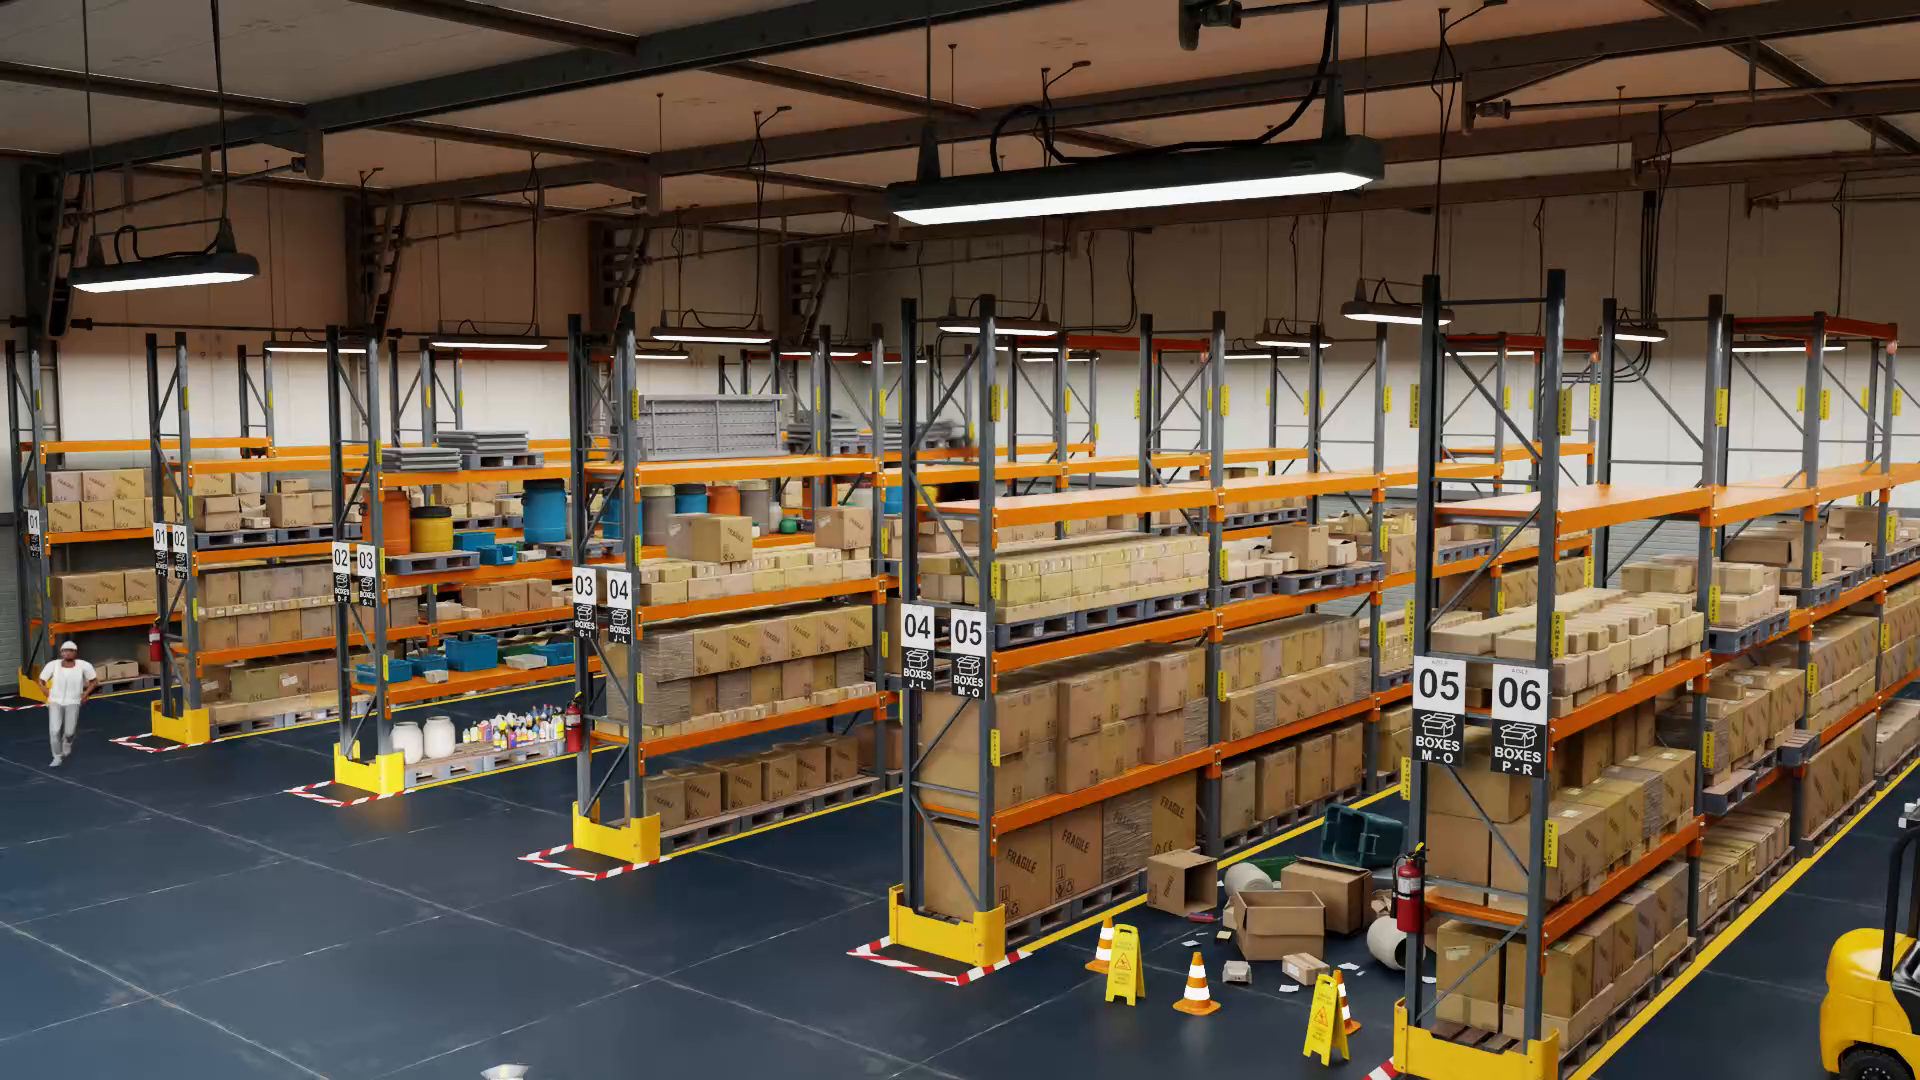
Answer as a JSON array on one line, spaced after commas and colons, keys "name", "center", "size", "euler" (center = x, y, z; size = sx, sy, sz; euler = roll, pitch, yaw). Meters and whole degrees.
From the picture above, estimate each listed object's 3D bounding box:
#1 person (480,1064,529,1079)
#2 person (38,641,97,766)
[{"name": "person", "center": [-2.329, 3.549, 8.694], "size": [0.588, 1.686, 0.636], "euler": [-1, 5, -10]}, {"name": "person", "center": [-12.367, 2.247, 23.045], "size": [0.724, 1.708, 0.626], "euler": [-2, 6, -21]}]
